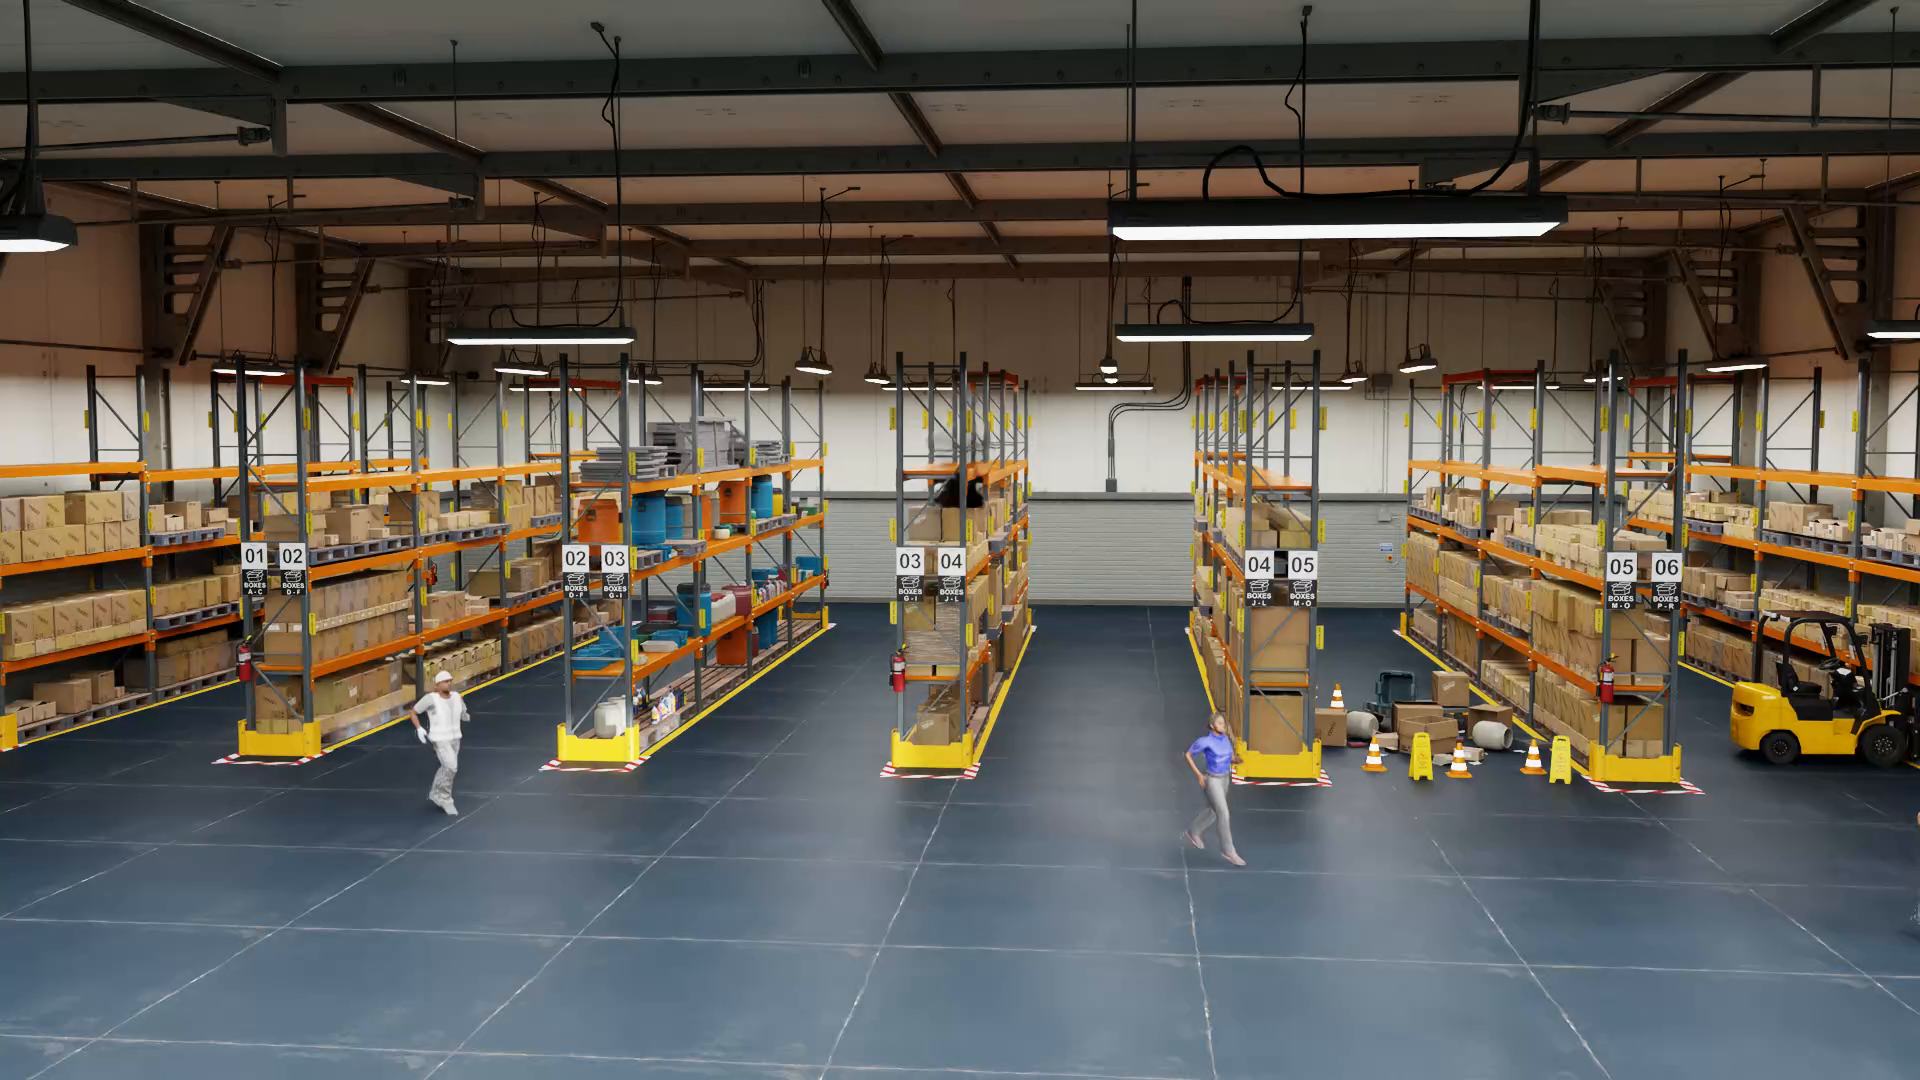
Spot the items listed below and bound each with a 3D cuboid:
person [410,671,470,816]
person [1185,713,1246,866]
[{"bbox_3d":[-6.599,2.595,21.330,0.770,1.834,0.666,2,5,30],"label":"person"},{"bbox_3d":[2.928,2.807,18.993,0.877,1.672,0.566,4,6,43],"label":"person"}]
